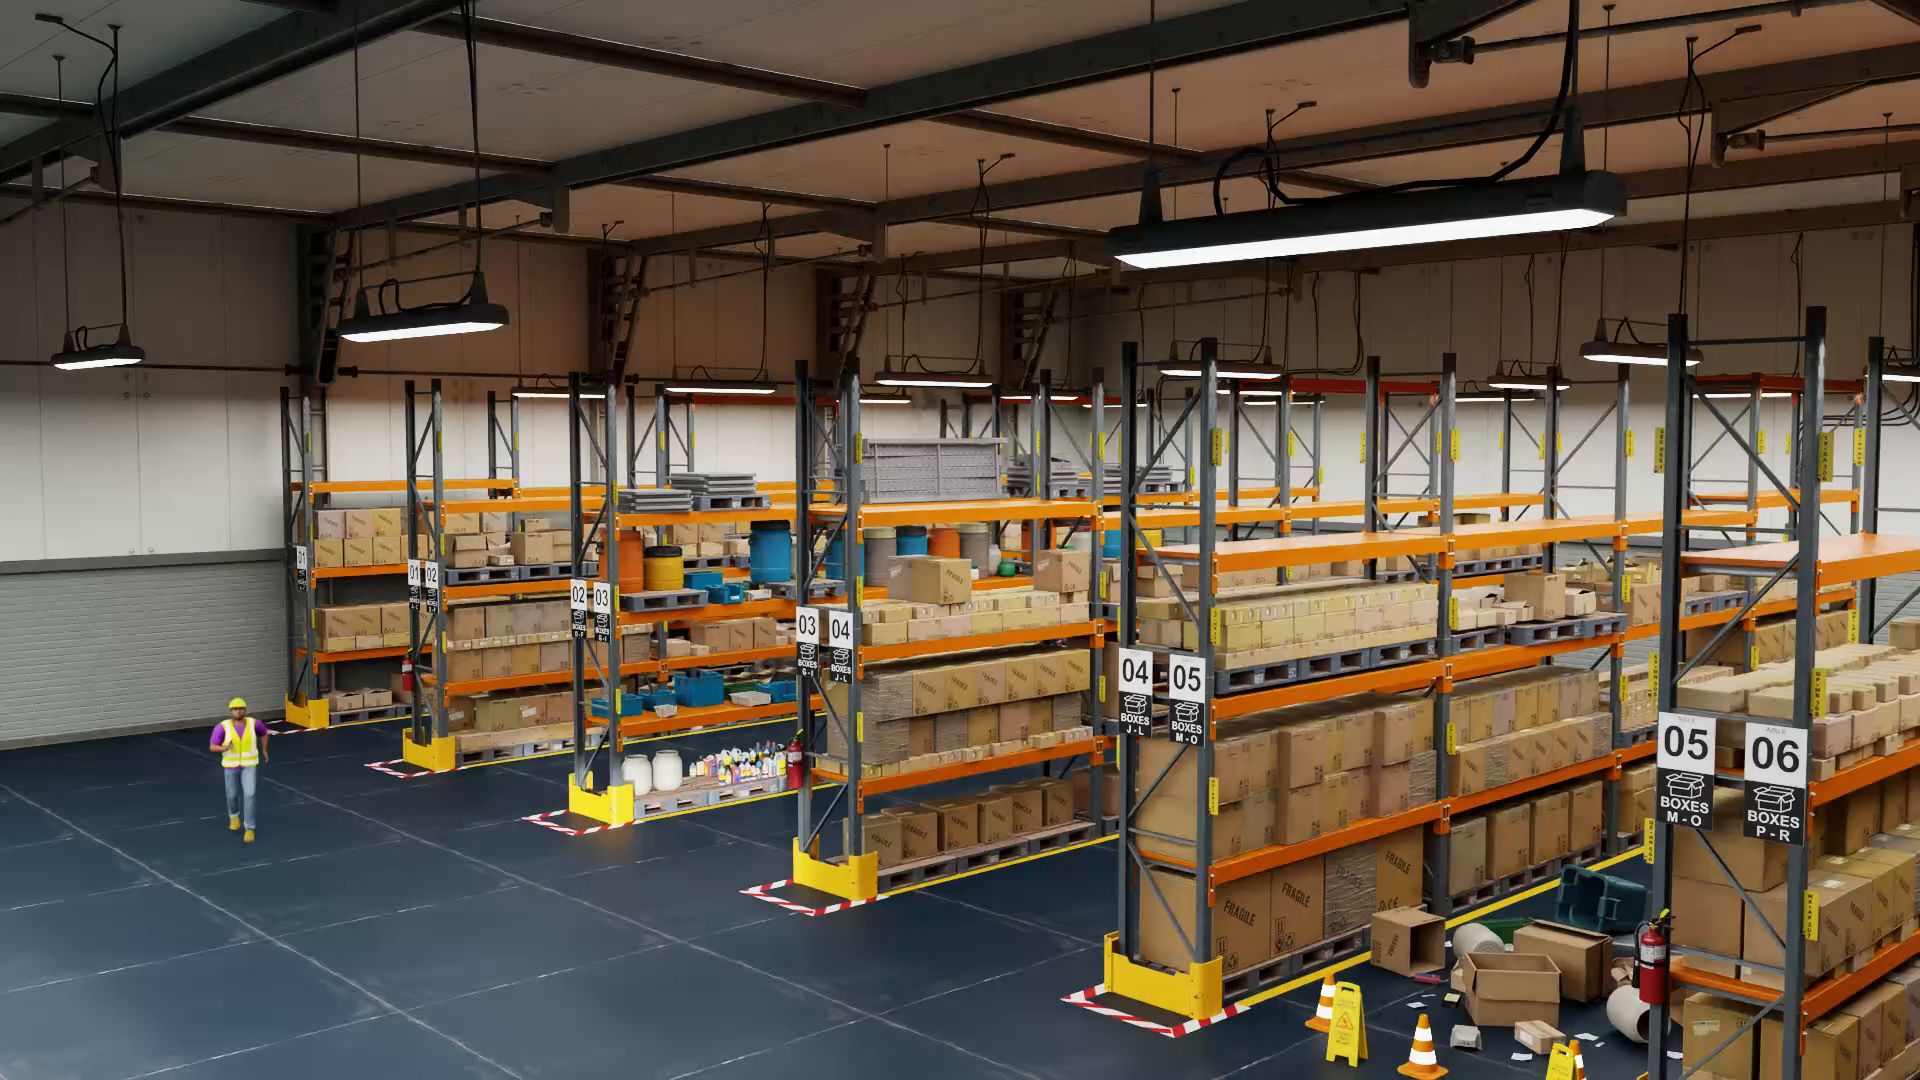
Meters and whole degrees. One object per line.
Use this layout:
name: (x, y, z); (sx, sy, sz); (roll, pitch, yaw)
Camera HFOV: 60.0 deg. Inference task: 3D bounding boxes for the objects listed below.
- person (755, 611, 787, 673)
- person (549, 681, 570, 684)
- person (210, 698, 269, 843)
person: (-3.749, 2.183, 33.212); (0.691, 1.762, 1.008); (4, 5, 45)
person: (-7.201, 2.367, 29.948); (0.632, 1.830, 0.754); (2, 4, 29)
person: (-9.190, 2.899, 21.225); (0.690, 1.779, 0.939); (-2, 4, -24)
